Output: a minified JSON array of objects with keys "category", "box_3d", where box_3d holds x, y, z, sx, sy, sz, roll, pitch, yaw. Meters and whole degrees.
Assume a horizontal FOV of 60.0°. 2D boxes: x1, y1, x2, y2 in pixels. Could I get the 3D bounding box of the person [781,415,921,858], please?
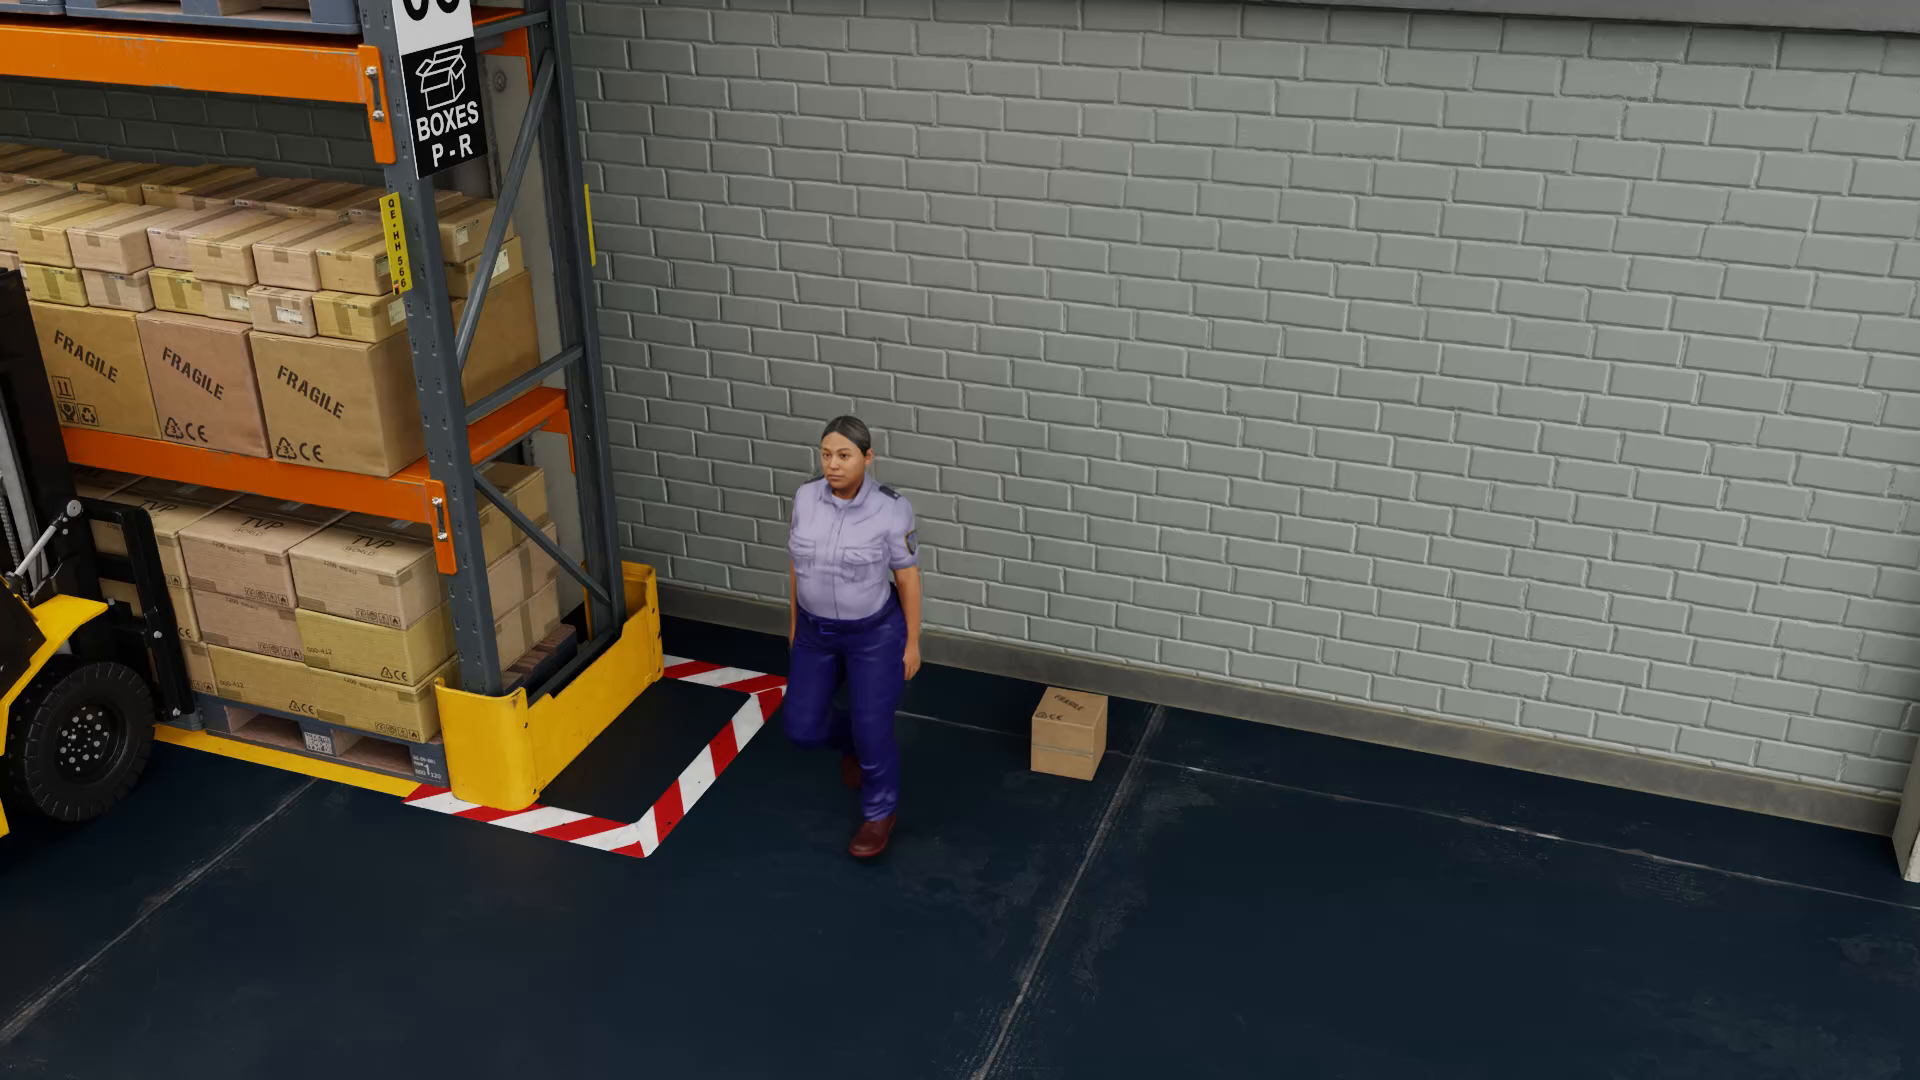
[{"category":"person","box_3d":[-0.369,0.321,5.938,0.501,1.622,0.505,9,27,19]}]
